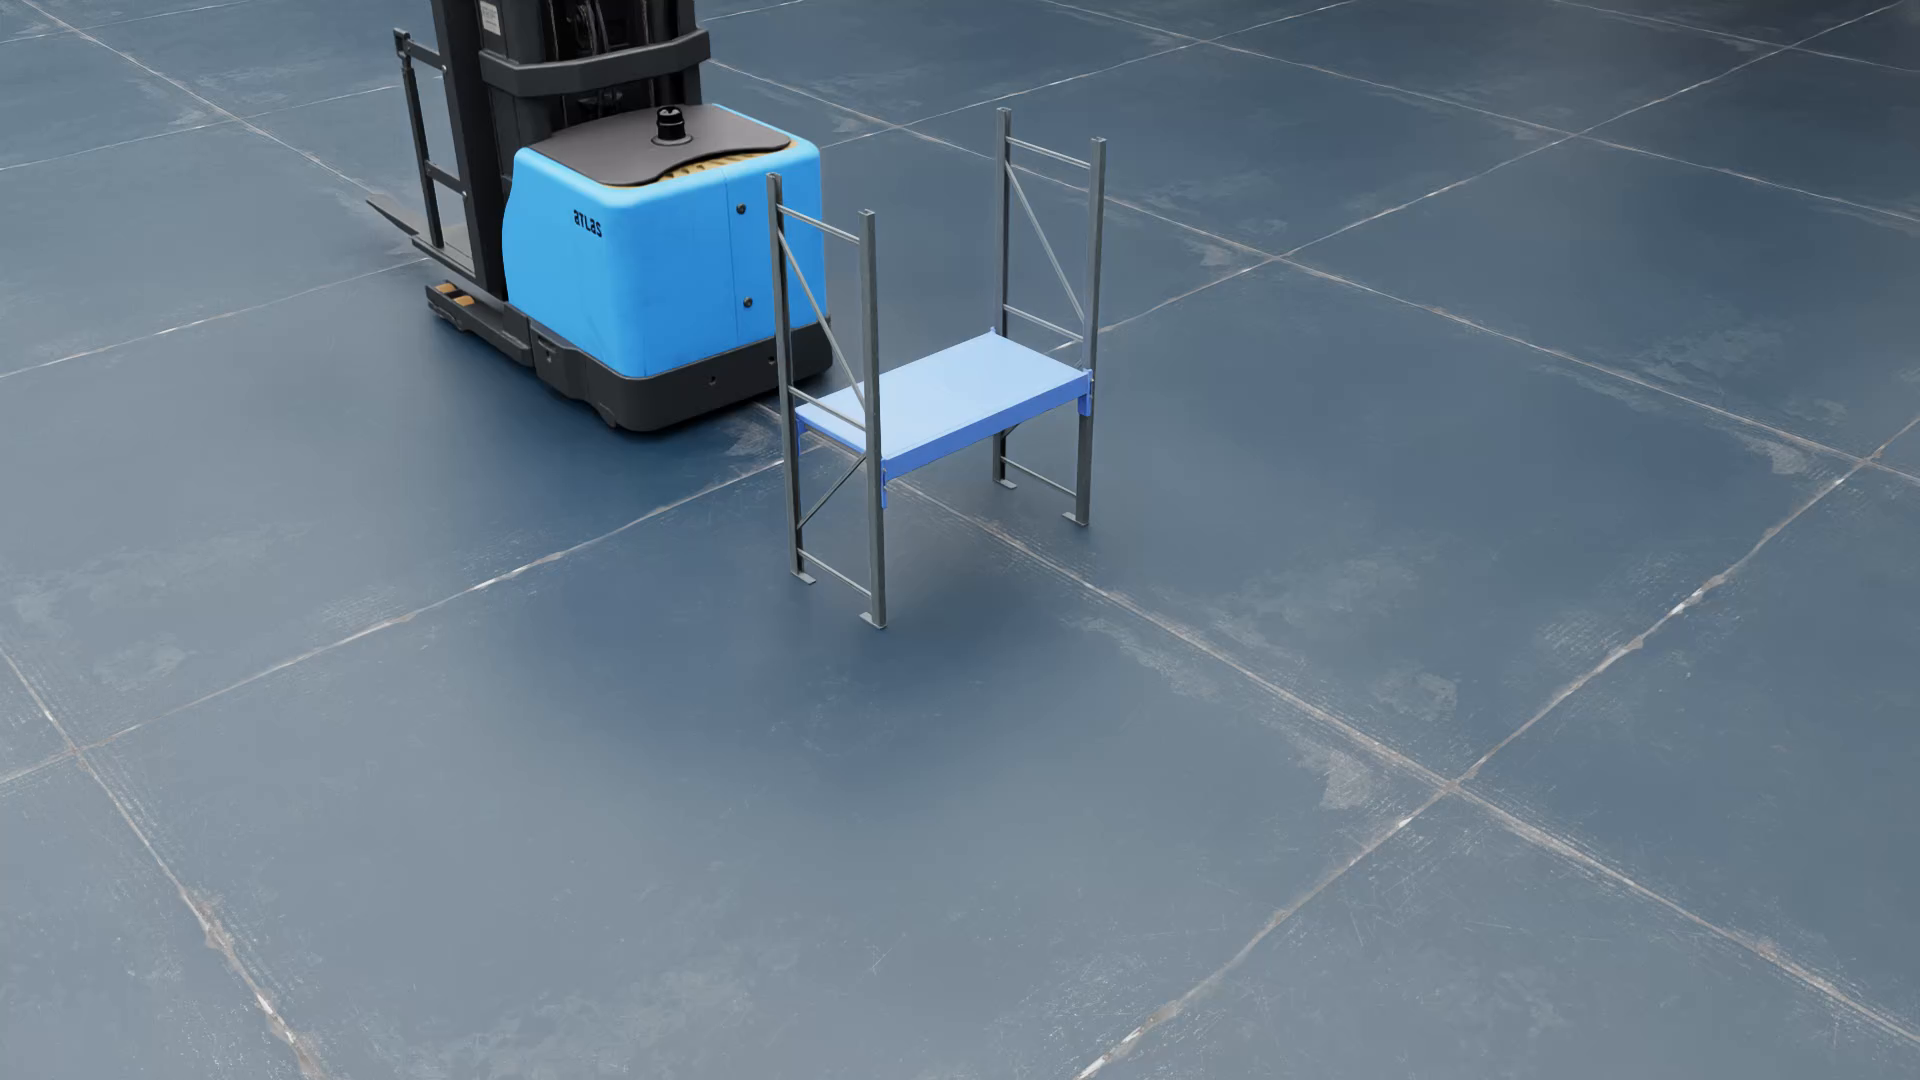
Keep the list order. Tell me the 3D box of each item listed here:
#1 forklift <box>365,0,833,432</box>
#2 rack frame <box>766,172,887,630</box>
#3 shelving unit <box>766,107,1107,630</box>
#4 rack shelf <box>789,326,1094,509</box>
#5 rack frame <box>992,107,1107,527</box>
[{"bbox_3d":[-1.905,-2.389,7.347,1.130,2.935,3.031,-24,39,-34],"label":"forklift"},{"bbox_3d":[-0.435,-0.429,5.514,0.032,1.500,0.500,-26,40,-35],"label":"rack frame"},{"bbox_3d":[-0.063,-0.610,5.809,1.048,1.500,0.538,-26,40,-35],"label":"shelving unit"},{"bbox_3d":[-0.063,-0.456,5.903,1.000,0.185,0.538,-26,40,-35],"label":"rack shelf"},{"bbox_3d":[0.310,-0.790,6.104,0.032,1.500,0.500,-26,40,-35],"label":"rack frame"}]
